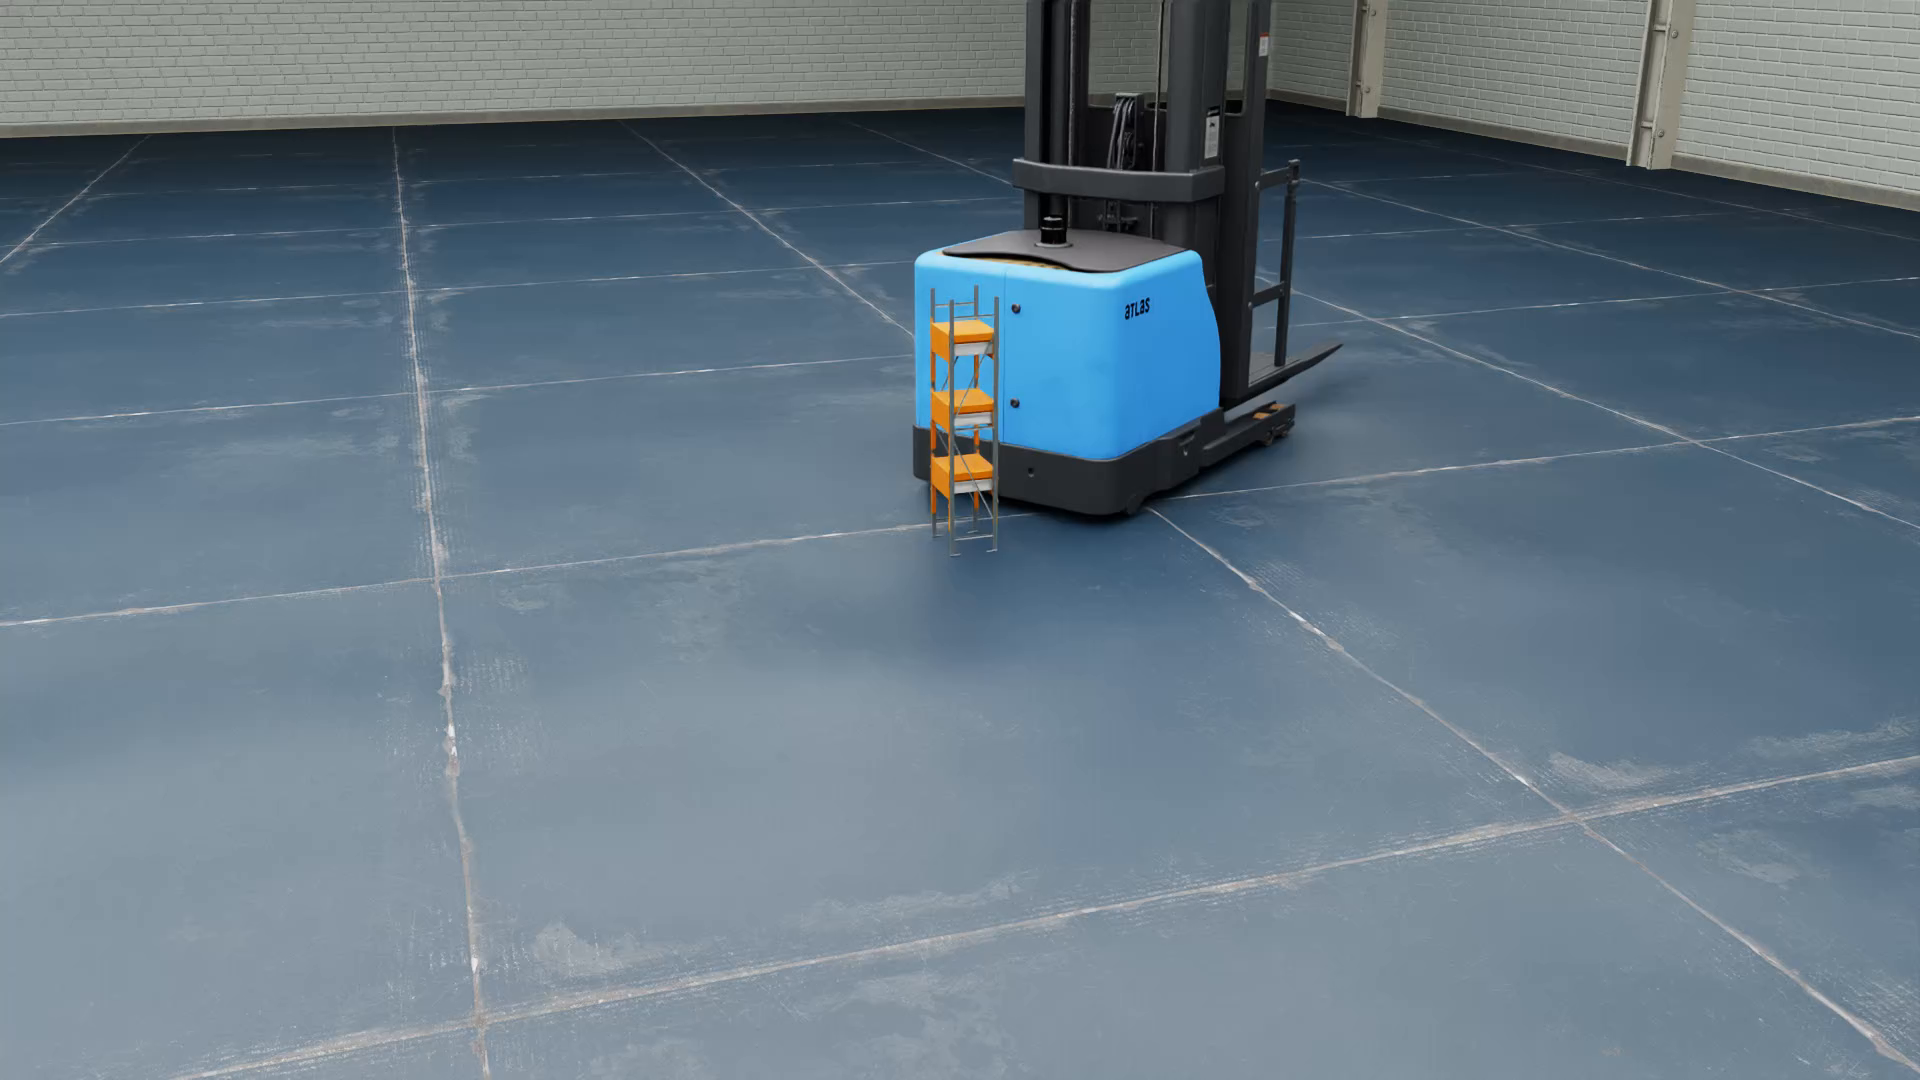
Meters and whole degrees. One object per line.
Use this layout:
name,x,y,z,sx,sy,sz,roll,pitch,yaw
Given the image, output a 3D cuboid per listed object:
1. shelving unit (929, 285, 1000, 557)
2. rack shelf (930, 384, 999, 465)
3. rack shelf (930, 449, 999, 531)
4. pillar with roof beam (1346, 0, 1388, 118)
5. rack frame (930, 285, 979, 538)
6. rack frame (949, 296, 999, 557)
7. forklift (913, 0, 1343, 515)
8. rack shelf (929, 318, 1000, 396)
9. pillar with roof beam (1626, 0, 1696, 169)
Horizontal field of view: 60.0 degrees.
shelving unit,0.017,-0.477,6.691,0.215,1.050,0.252,-6,21,-17
rack shelf,0.017,-0.467,6.695,0.215,0.259,0.240,-6,21,-17
rack shelf,0.017,-0.205,6.789,0.215,0.259,0.240,-6,21,-17
pillar with roof beam,1.670,-9.843,21.009,9.100,9.000,0.400,-6,21,-17
rack frame,-0.022,-0.516,6.800,0.200,1.050,0.008,-6,21,-17
rack frame,0.055,-0.438,6.582,0.200,1.050,0.008,-6,21,-17
forklift,1.031,-1.925,7.939,1.130,2.935,3.031,13,23,32
rack shelf,0.017,-0.734,6.599,0.215,0.259,0.240,-6,21,-17
pillar with roof beam,3.556,-7.918,15.649,9.100,9.000,0.400,-6,21,-17
